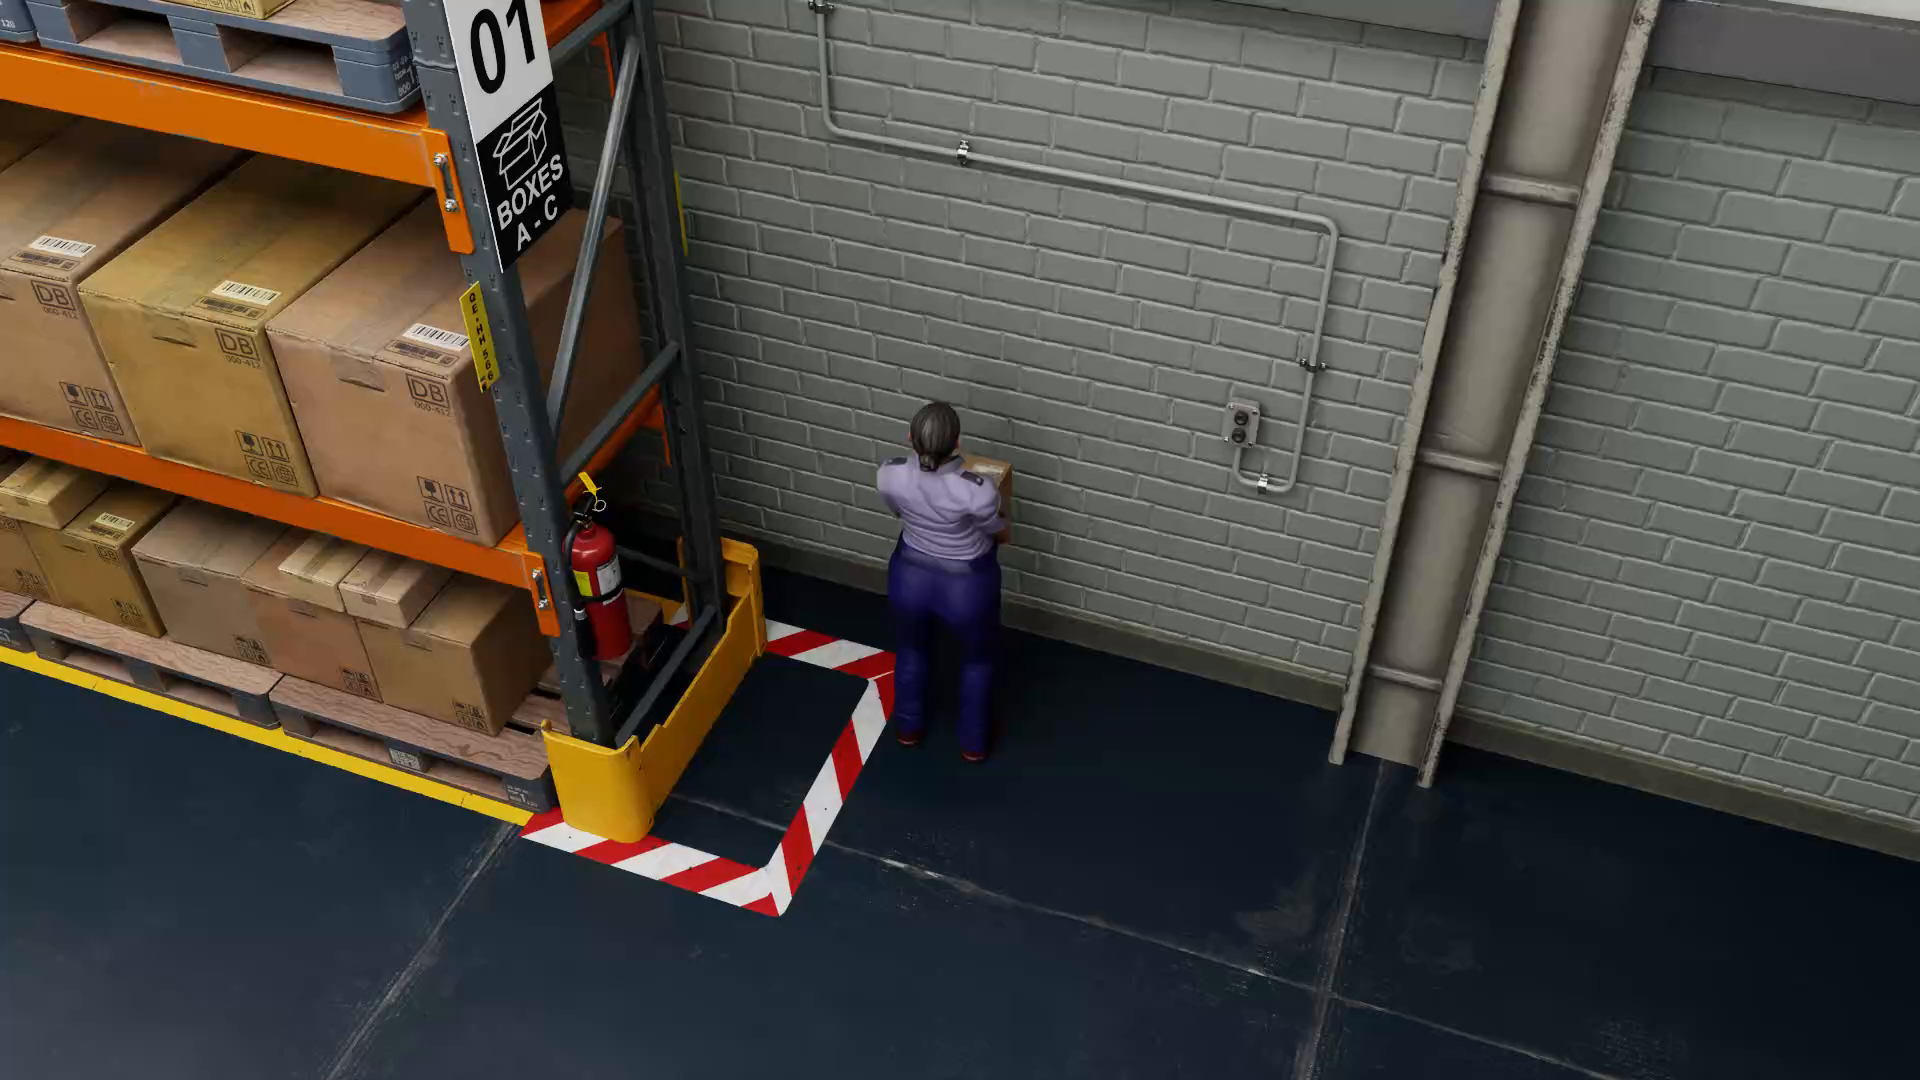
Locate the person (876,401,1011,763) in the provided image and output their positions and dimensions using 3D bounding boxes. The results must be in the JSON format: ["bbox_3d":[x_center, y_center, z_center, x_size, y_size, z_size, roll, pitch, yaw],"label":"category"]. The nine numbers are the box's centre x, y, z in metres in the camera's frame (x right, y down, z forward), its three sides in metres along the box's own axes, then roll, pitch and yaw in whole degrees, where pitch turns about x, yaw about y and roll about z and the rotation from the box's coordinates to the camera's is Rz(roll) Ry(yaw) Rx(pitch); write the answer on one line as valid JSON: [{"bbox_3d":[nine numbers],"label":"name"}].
[{"bbox_3d":[-0.032,0.102,6.063,0.451,1.643,0.516,13,43,14],"label":"person"}]
